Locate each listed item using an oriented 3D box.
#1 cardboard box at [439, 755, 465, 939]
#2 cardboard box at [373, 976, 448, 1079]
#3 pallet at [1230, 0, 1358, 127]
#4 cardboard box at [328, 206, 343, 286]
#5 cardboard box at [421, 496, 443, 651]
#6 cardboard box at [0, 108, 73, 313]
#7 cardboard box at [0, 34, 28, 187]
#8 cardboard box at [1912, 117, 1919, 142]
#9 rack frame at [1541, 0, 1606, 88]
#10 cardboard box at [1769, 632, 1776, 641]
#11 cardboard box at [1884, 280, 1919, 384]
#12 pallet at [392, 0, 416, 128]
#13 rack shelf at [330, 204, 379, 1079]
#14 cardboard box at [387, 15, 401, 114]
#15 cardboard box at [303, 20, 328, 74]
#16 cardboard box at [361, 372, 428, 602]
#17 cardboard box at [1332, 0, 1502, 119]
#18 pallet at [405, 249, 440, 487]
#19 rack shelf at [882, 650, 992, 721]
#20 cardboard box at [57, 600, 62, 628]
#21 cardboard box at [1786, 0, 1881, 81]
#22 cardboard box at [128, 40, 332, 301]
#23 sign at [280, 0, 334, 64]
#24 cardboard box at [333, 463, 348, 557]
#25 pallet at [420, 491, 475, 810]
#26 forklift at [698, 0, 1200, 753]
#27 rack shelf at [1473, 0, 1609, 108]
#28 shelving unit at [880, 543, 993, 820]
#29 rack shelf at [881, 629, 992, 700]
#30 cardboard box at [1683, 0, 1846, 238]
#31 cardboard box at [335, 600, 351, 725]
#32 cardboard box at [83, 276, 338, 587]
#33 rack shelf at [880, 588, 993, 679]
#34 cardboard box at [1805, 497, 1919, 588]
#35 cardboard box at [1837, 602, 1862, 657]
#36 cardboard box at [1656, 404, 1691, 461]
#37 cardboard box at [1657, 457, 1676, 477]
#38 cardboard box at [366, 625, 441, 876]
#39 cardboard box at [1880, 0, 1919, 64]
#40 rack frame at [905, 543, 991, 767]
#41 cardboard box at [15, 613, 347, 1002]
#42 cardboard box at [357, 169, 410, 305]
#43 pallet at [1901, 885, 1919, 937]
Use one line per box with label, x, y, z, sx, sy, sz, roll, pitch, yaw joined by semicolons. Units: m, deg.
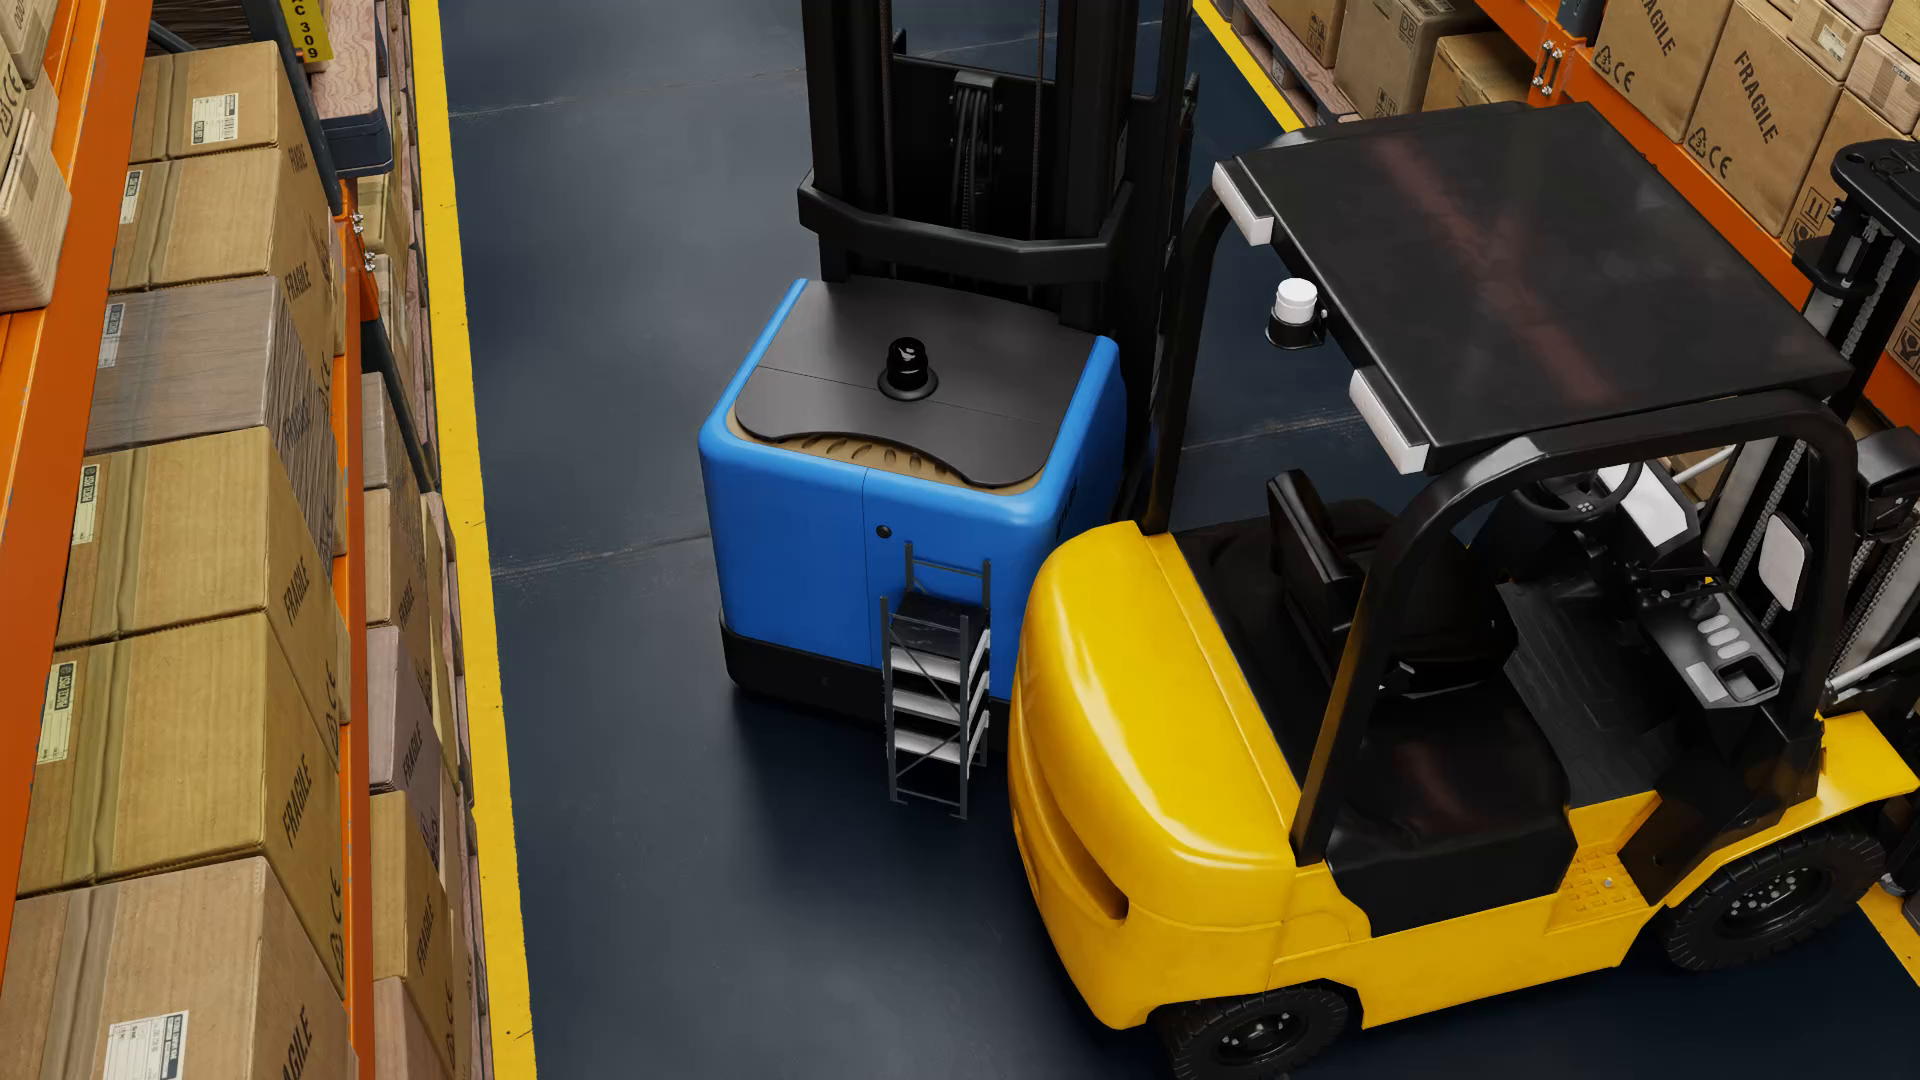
cardboard box;-1.606;0.873;4.426;0.500;0.250;0.500;-10;46;-10
cardboard box;-1.349;1.311;3.471;0.500;0.500;0.500;-12;47;-12
pallet;1.966;-2.299;7.855;1.003;0.211;1.213;-11;47;-10
cardboard box;-1.912;-0.765;4.576;0.380;0.149;0.250;-11;47;-11
cardboard box;-1.878;0.155;5.129;0.500;0.250;0.500;-9;46;-9
cardboard box;-1.371;-0.399;2.117;0.380;0.149;0.250;-10;46;-10
cardboard box;-1.412;-0.457;1.894;0.500;0.250;0.500;-9;46;-9
cardboard box;2.635;-1.034;4.139;0.380;0.149;0.250;-12;47;-12
rack frame;2.508;-1.930;5.541;1.000;3.000;0.127;-11;47;-10
cardboard box;2.714;0.334;4.953;0.500;0.250;0.500;-9;46;-9
cardboard box;2.758;-0.553;4.122;0.500;0.500;0.500;-10;46;-10
pallet;-3.115;-2.265;7.822;1.003;0.211;1.213;-11;47;-10
rack shelf;-1.777;0.613;3.552;1.077;0.370;4.000;-11;47;-10
cardboard box;-2.981;-2.108;7.262;0.950;0.372;0.625;-12;47;-11
cardboard box;-2.125;-1.518;5.019;0.380;0.149;0.250;-10;46;-10
cardboard box;-1.878;-0.107;4.861;0.500;0.500;0.500;-11;47;-11
cardboard box;2.173;-2.141;7.116;0.875;0.625;0.625;-11;47;-11
pallet;-2.490;-0.581;6.171;1.003;0.211;1.213;-11;47;-10
rack shelf;-0.064;0.380;4.668;0.258;0.077;0.200;13;47;12
cardboard box;-1.953;-0.113;2.783;0.700;0.500;0.500;-11;47;-11
cardboard box;2.488;-1.386;4.484;0.380;0.149;0.250;-10;46;-9
cardboard box;-1.935;-0.897;4.251;0.500;0.500;0.500;-12;47;-11
sign;-1.767;-1.427;4.442;0.100;0.325;0.005;-11;47;-10
cardboard box;-1.649;-0.064;3.889;0.380;0.149;0.250;-11;47;-11
pallet;-2.083;0.414;5.197;1.003;0.211;1.213;-11;47;-10
forklift;0.187;-1.454;5.122;1.130;2.935;3.031;13;47;12
rack shelf;1.996;-3.059;7.151;1.077;0.370;4.000;-11;47;-10
shelving unit;-0.064;0.420;4.709;0.258;0.900;0.210;13;47;12
rack shelf;-0.064;0.317;4.604;0.258;0.077;0.200;13;47;12
cardboard box;2.519;-1.254;4.809;0.500;0.500;0.500;-10;46;-10
cardboard box;-1.511;0.289;3.543;0.380;0.149;0.250;-10;46;-10
cardboard box;-1.659;-0.186;3.553;0.500;0.500;0.500;-10;46;-9
rack shelf;-0.064;0.254;4.540;0.258;0.077;0.200;13;47;12
cardboard box;2.715;-0.013;4.593;0.500;0.250;0.500;-12;47;-11
cardboard box;2.710;0.147;4.787;0.500;0.250;0.500;-11;47;-10
cardboard box;2.465;-0.551;5.471;0.500;0.250;0.500;-11;47;-11
cardboard box;2.457;-0.372;5.645;0.500;0.250;0.500;-12;47;-11
cardboard box;-1.615;0.596;4.172;0.500;0.500;0.500;-8;46;-8
cardboard box;2.590;-1.312;4.203;0.380;0.149;0.250;-11;47;-11
rack frame;-0.033;0.350;4.777;0.240;0.900;0.006;13;47;12
cardboard box;-1.386;0.517;2.865;0.500;0.500;0.500;-12;47;-11
cardboard box;-2.613;-1.104;6.278;0.950;0.372;0.625;-8;46;-8
pallet;3.296;1.288;4.340;1.003;0.211;1.213;-11;47;-10
